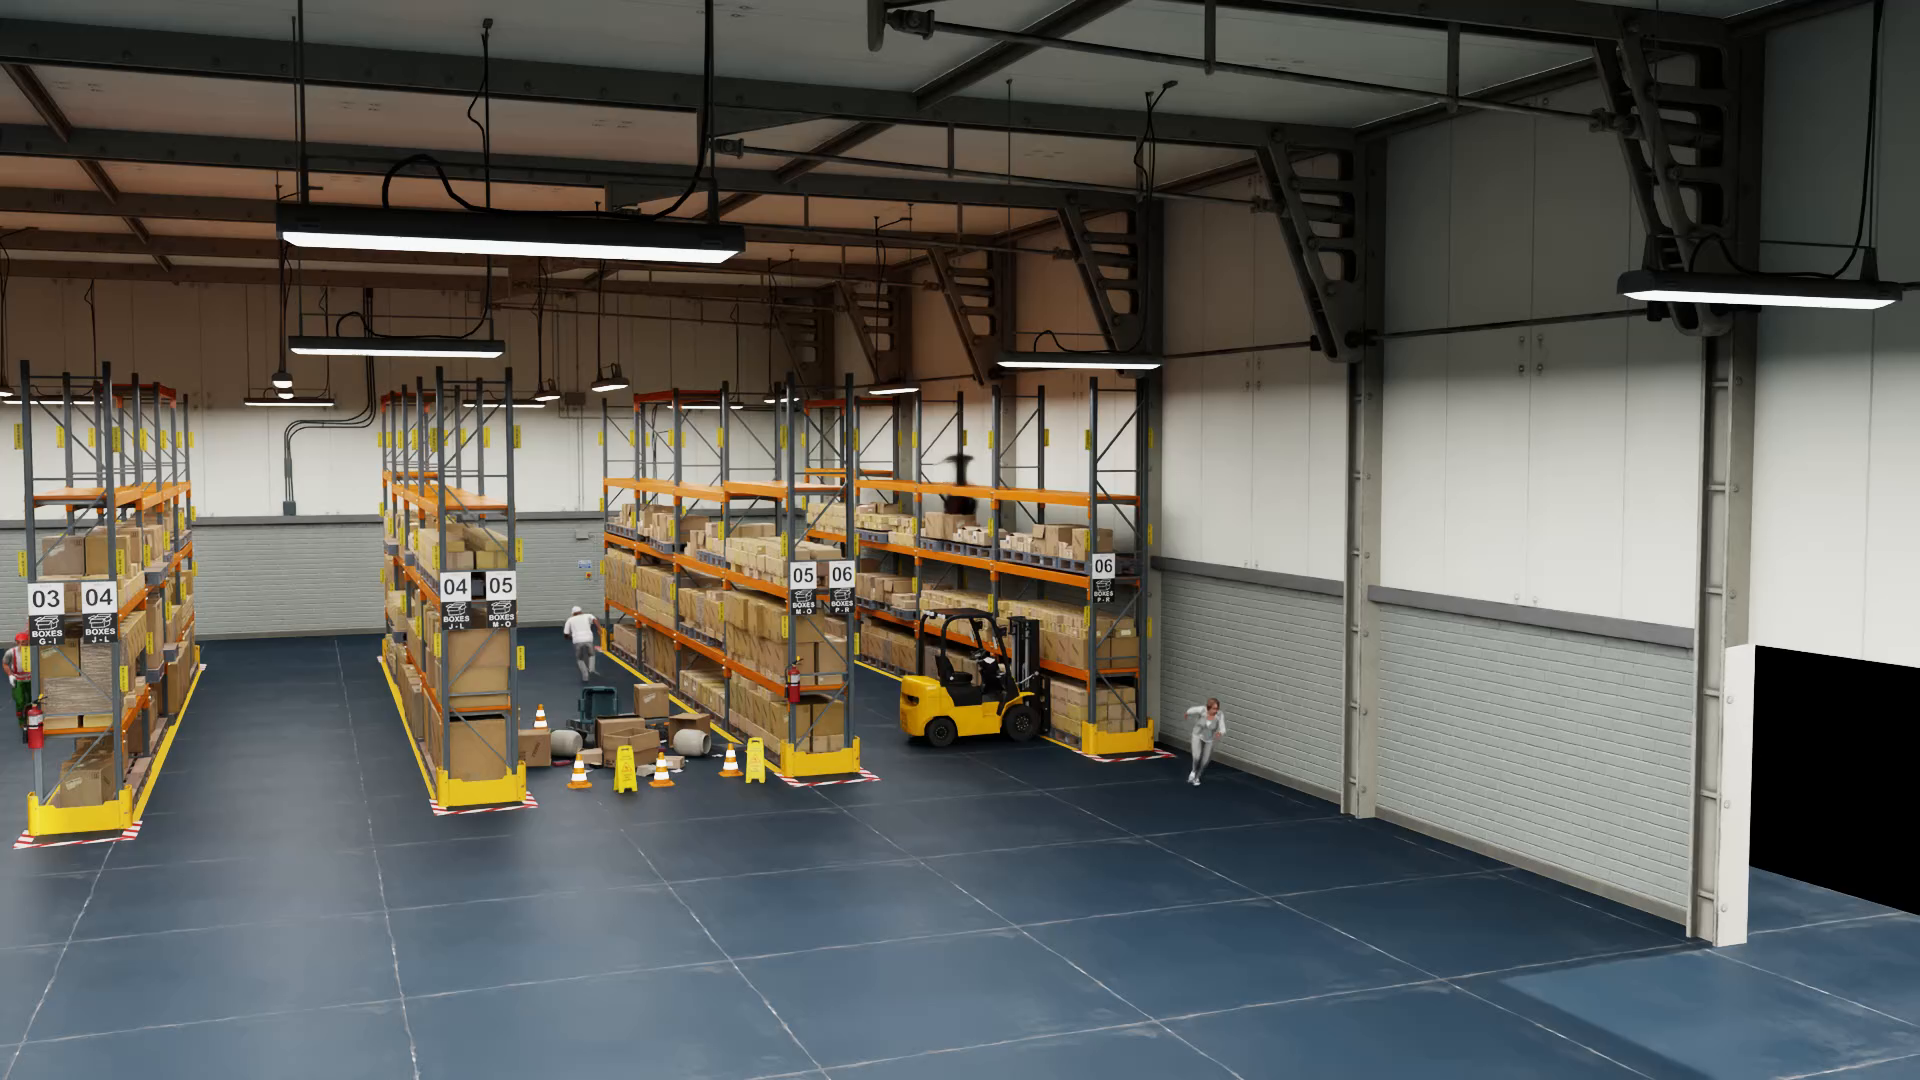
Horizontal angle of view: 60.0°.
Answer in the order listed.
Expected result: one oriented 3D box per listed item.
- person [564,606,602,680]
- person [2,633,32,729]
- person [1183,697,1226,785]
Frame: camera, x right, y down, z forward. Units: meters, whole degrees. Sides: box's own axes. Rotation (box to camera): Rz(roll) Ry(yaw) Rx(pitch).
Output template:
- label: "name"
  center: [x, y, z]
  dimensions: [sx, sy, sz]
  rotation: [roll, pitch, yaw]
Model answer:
- label: "person"
  center: [-7.899, 2.151, 34.808]
  dimensions: [0.746, 1.489, 0.954]
  rotation: [-1, 4, -17]
- label: "person"
  center: [-16.241, 2.425, 28.846]
  dimensions: [0.655, 1.694, 0.870]
  rotation: [-3, 5, -42]
- label: "person"
  center: [3.507, 2.887, 23.745]
  dimensions: [0.531, 1.354, 0.923]
  rotation: [0, 3, -1]
